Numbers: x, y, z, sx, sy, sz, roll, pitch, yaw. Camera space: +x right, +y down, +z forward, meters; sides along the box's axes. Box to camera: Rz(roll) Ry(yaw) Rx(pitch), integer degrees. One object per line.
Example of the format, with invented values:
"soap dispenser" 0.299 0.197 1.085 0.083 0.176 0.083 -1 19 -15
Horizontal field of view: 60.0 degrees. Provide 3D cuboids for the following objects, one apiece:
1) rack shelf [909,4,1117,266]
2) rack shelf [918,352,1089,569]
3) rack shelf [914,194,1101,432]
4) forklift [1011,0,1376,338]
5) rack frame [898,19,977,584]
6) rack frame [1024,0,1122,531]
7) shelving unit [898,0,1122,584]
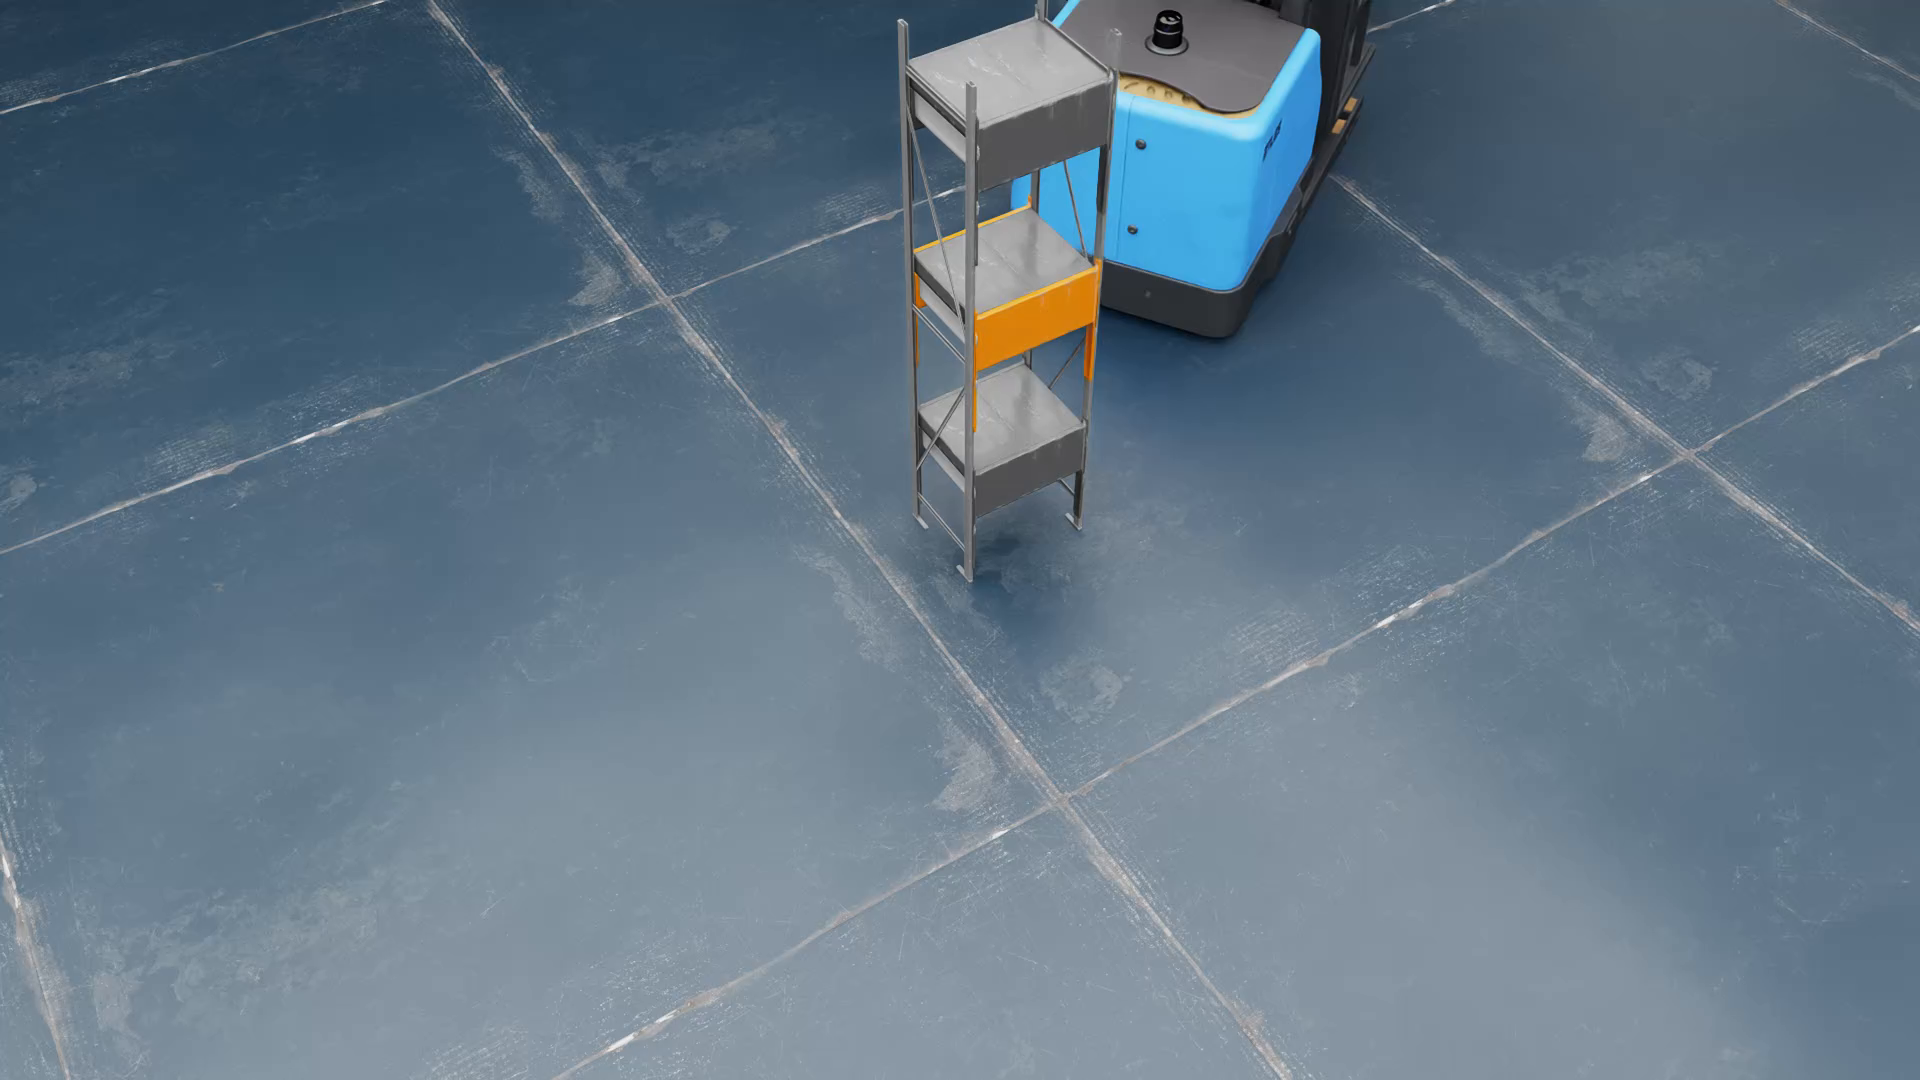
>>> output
"rack shelf" 0.140 -1.221 5.012 0.480 0.518 0.431 -25 53 -21
"rack shelf" 0.140 -0.290 6.058 0.480 0.518 0.431 -25 53 -21
"rack shelf" 0.140 -0.755 5.535 0.480 0.518 0.431 -25 53 -21
"forklift" 1.279 -2.930 6.897 1.130 2.935 3.031 19 51 16
"rack frame" -0.066 -0.667 5.438 0.015 2.100 0.400 -25 53 -21
"rack frame" 0.346 -0.861 5.611 0.015 2.100 0.400 -25 53 -21
"shelving unit" 0.140 -0.764 5.525 0.503 2.100 0.431 -25 53 -21
